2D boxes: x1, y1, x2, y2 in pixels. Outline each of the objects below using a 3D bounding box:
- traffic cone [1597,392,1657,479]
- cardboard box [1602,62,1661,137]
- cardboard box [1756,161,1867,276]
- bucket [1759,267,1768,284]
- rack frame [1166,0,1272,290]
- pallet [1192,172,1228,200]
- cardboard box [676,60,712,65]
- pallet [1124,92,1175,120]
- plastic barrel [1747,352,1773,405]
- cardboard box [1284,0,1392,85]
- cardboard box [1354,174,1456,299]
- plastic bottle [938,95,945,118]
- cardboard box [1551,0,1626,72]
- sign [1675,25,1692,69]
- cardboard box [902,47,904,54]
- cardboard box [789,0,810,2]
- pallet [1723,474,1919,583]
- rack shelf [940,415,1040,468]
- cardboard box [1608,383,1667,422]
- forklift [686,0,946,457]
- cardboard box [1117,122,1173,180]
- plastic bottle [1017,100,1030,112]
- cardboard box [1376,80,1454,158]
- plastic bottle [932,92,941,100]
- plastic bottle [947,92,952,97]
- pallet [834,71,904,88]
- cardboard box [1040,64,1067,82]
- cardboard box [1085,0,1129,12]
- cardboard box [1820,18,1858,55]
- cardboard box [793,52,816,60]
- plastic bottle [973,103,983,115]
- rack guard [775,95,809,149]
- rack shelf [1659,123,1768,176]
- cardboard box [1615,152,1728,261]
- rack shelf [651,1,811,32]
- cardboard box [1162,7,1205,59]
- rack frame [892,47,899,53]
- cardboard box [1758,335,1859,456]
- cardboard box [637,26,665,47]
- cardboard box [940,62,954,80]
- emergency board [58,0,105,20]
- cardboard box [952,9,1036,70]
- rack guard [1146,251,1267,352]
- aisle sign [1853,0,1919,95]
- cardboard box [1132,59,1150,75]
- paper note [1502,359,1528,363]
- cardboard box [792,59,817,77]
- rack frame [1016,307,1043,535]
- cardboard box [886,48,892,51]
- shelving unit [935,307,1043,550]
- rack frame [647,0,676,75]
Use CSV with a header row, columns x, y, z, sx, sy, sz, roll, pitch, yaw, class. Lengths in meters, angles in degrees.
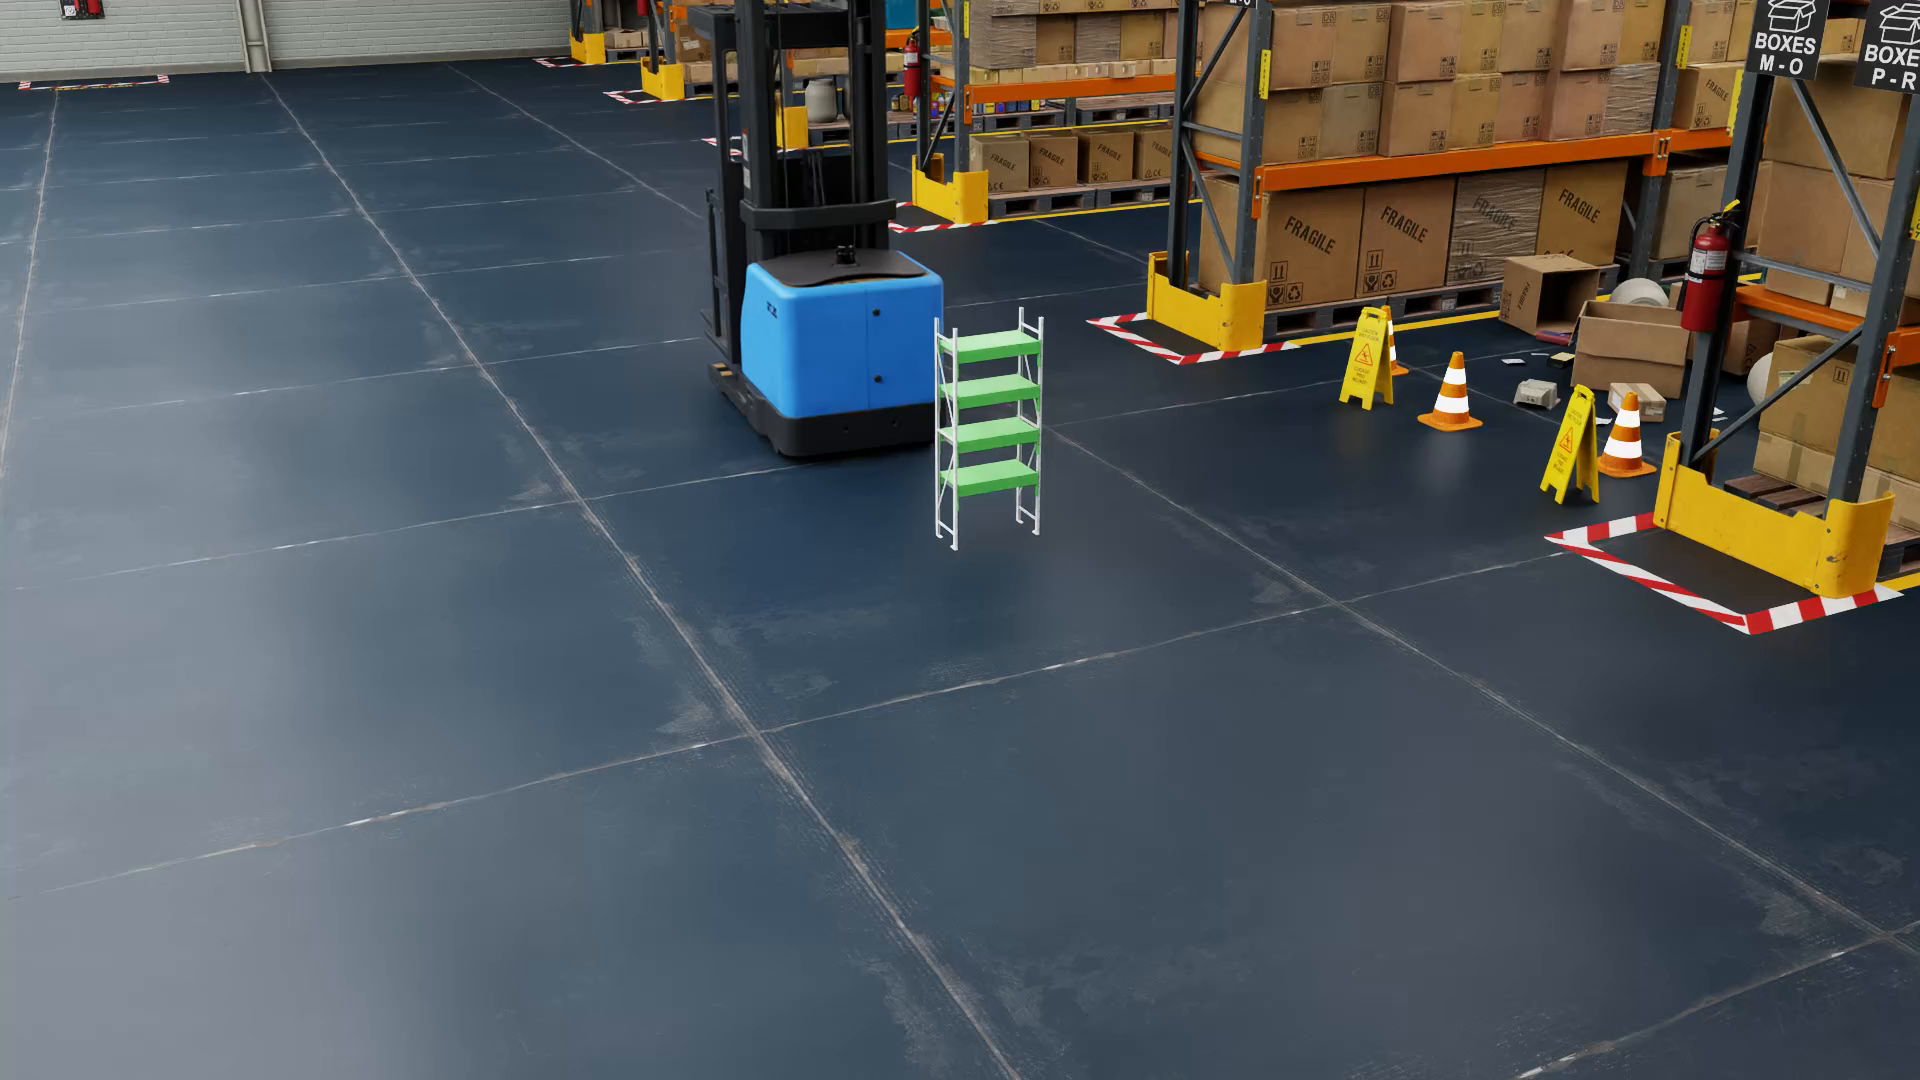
x,y,z,sx,sy,sz,roll,pitch,yaw,class
3.950,-0.648,9.858,0.334,0.463,0.336,-10,25,-24,traffic cone
5.161,-3.660,13.623,0.550,0.550,0.875,-10,25,-24,cardboard box
4.491,-1.672,8.497,0.500,0.500,0.500,-11,25,-25,cardboard box
6.365,-2.029,12.171,0.620,0.611,0.726,7,21,-9,bucket
1.884,-2.993,12.207,0.127,3.000,1.000,-10,25,-24,rack frame
2.838,-3.971,18.214,1.213,0.211,1.003,-10,25,-24,pallet
-4.114,-7.248,25.532,0.500,0.250,0.500,-10,25,-24,cardboard box
3.071,-6.149,23.476,1.213,0.211,1.003,-10,25,-24,pallet
5.326,-0.978,10.707,0.421,0.421,0.512,6,23,13,plastic barrel
2.690,-3.732,12.385,0.550,0.550,0.875,-10,25,-24,cardboard box
3.258,-2.487,13.214,0.875,0.875,0.875,-11,25,-24,cardboard box
-0.247,-5.619,21.542,0.097,0.271,0.097,0,22,0,plastic bottle
4.695,-4.044,13.138,0.550,0.550,0.875,-10,25,-24,cardboard box
5.730,-3.902,13.167,0.005,0.325,0.100,-10,25,-24,sign
-0.617,-7.889,27.082,0.500,0.250,0.500,-11,25,-24,cardboard box
-2.649,-8.511,25.406,0.500,0.500,0.700,-10,24,-22,cardboard box
4.937,-0.151,8.986,1.213,0.211,1.003,-10,25,-24,pallet
0.149,-0.523,8.759,0.480,0.148,0.258,-10,25,-24,rack shelf
4.426,-0.900,10.878,0.250,0.149,0.380,2,23,4,cardboard box
-1.089,-2.384,10.826,1.130,2.935,3.031,-8,24,-20,forklift
2.012,-4.141,17.700,0.500,0.500,0.500,-13,26,-28,cardboard box
0.824,-5.863,22.028,0.185,0.351,0.144,-11,25,-25,plastic bottle
3.244,-3.288,12.723,0.550,0.550,0.875,-10,25,-24,cardboard box
-0.348,-5.945,22.227,0.185,0.351,0.144,-9,24,-21,plastic bottle
-0.094,-5.895,22.203,0.135,0.276,0.152,-10,25,-24,plastic bottle
-1.600,-7.391,26.478,1.213,0.211,1.003,-10,25,-24,pallet
0.865,-4.688,16.630,0.250,0.149,0.380,-10,25,-24,cardboard box
1.341,-5.526,16.499,0.500,0.500,0.500,-10,25,-24,cardboard box
7.306,-4.502,14.414,0.500,0.500,0.700,-11,25,-24,cardboard box
-2.537,-7.664,25.556,0.500,0.500,0.500,-10,25,-24,cardboard box
0.212,-5.717,21.774,0.135,0.276,0.152,-10,24,-23,plastic bottle
-2.276,-5.300,21.048,0.348,0.500,1.175,-10,25,-24,rack guard
7.290,-3.656,14.749,4.000,0.370,1.077,-10,25,-24,rack shelf
6.008,-2.945,14.483,0.750,0.750,1.050,-11,25,-24,cardboard box
-2.667,-8.133,25.565,4.000,0.370,1.077,-10,25,-24,rack shelf
2.123,-5.324,17.319,0.500,0.500,0.875,-10,25,-24,cardboard box
-0.865,-8.797,26.229,0.127,3.000,1.000,-10,25,-24,rack frame
4.730,-0.797,8.966,0.500,0.500,0.500,-10,25,-23,cardboard box
-5.445,-8.979,29.609,0.500,0.311,0.500,-8,24,-19,cardboard box
-0.009,-4.721,16.711,0.250,0.149,0.380,-10,25,-24,cardboard box
-14.015,-8.862,26.386,0.643,1.169,0.194,-10,25,-24,emergency board
0.331,-4.984,16.498,0.500,0.500,0.875,-10,25,-24,cardboard box
1.862,-1.834,12.675,0.348,0.500,1.175,-10,25,-24,rack guard
4.200,-2.388,7.346,0.004,0.787,0.394,-10,25,-24,aisle sign
1.745,-4.871,17.071,0.250,0.149,0.380,-10,25,-24,cardboard box
3.995,-1.288,11.973,0.142,0.017,0.144,-2,23,-5,paper note
-2.537,-7.318,25.701,0.500,0.250,0.500,-10,25,-24,cardboard box
0.369,-0.622,8.833,0.015,1.200,0.240,-10,25,-24,rack frame
-1.419,-8.098,26.606,0.500,0.500,0.500,-10,25,-24,cardboard box
0.149,-0.582,8.735,0.503,1.200,0.258,-10,25,-24,shelving unit
-4.469,-8.134,24.626,0.127,3.000,1.000,-10,25,-24,rack frame
